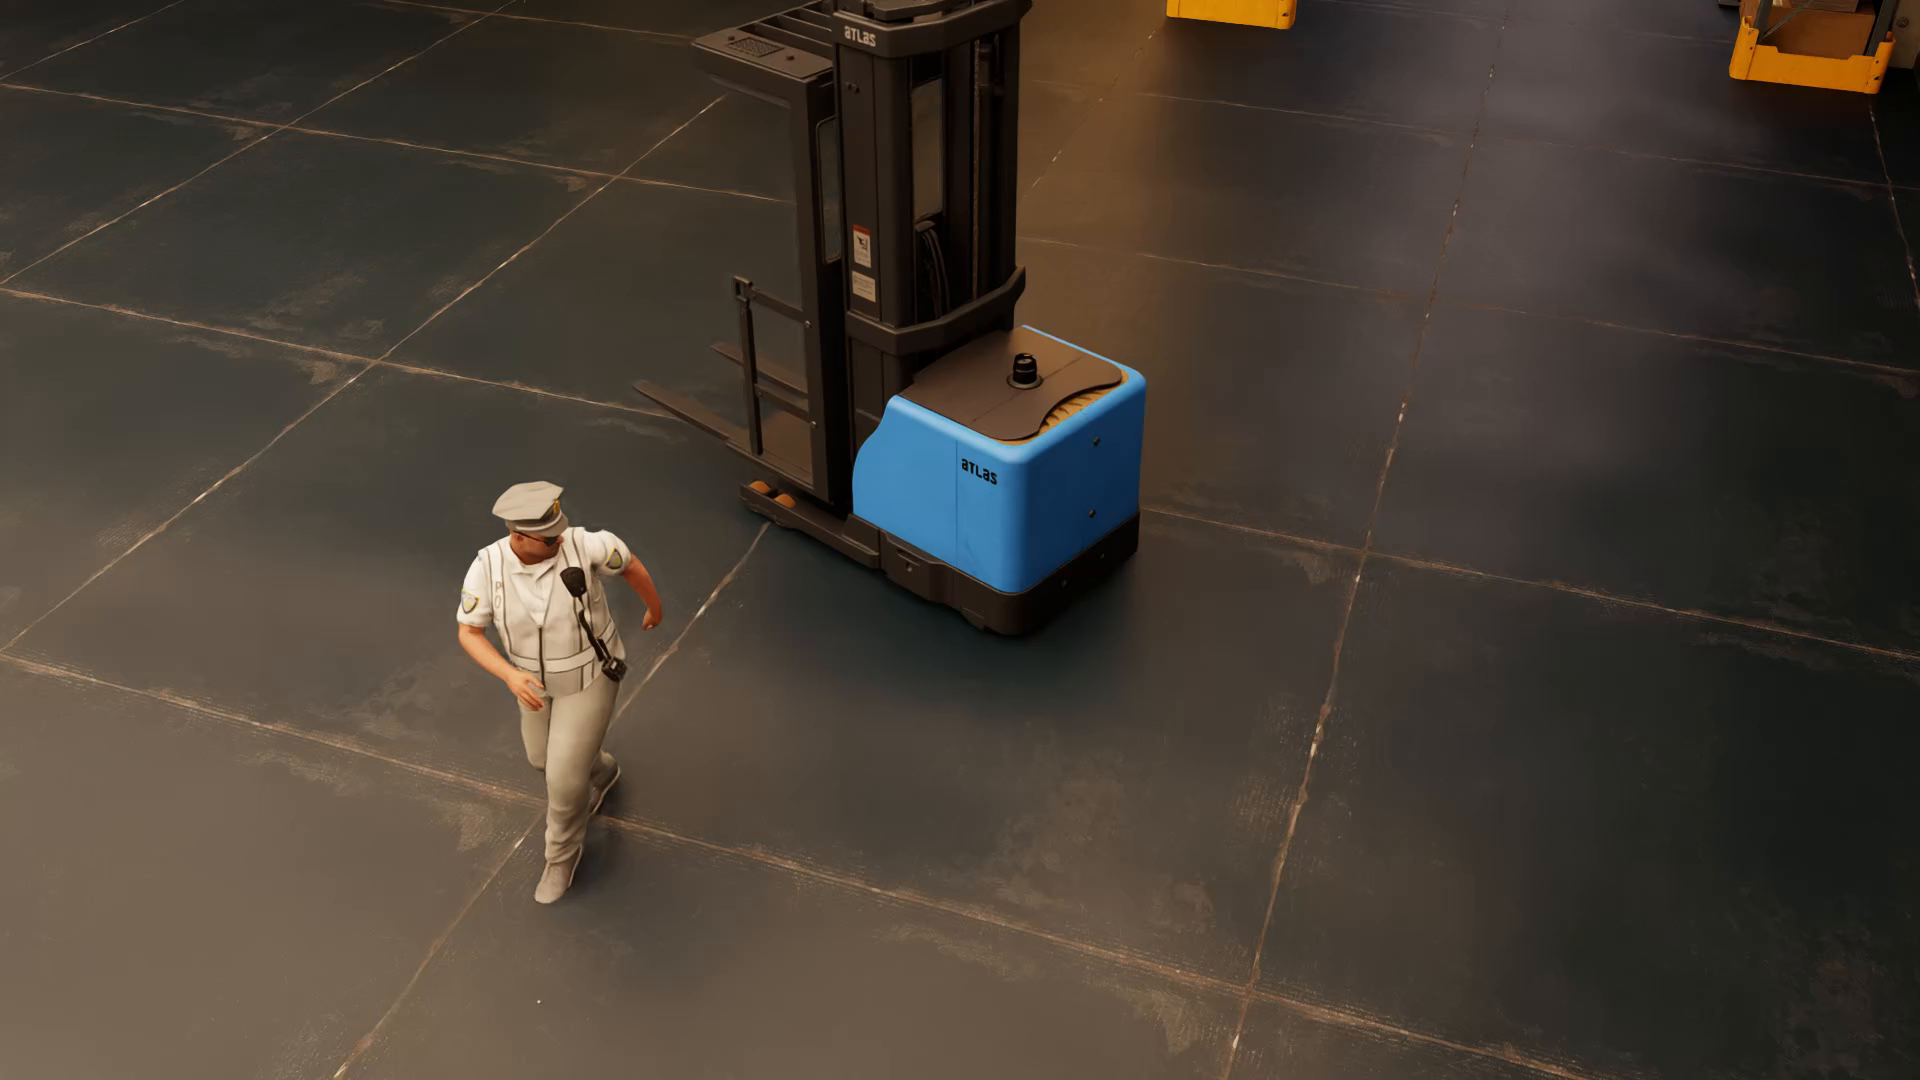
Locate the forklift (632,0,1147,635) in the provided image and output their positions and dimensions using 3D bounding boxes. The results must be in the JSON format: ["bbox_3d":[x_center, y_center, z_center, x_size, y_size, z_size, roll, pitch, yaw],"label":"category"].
[{"bbox_3d":[-0.530,-1.469,8.183,3.031,2.935,1.130,27,44,33],"label":"forklift"}]

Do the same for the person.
[{"bbox_3d":[-1.574,0.533,6.490,0.579,1.735,0.915,9,36,13],"label":"person"}]
